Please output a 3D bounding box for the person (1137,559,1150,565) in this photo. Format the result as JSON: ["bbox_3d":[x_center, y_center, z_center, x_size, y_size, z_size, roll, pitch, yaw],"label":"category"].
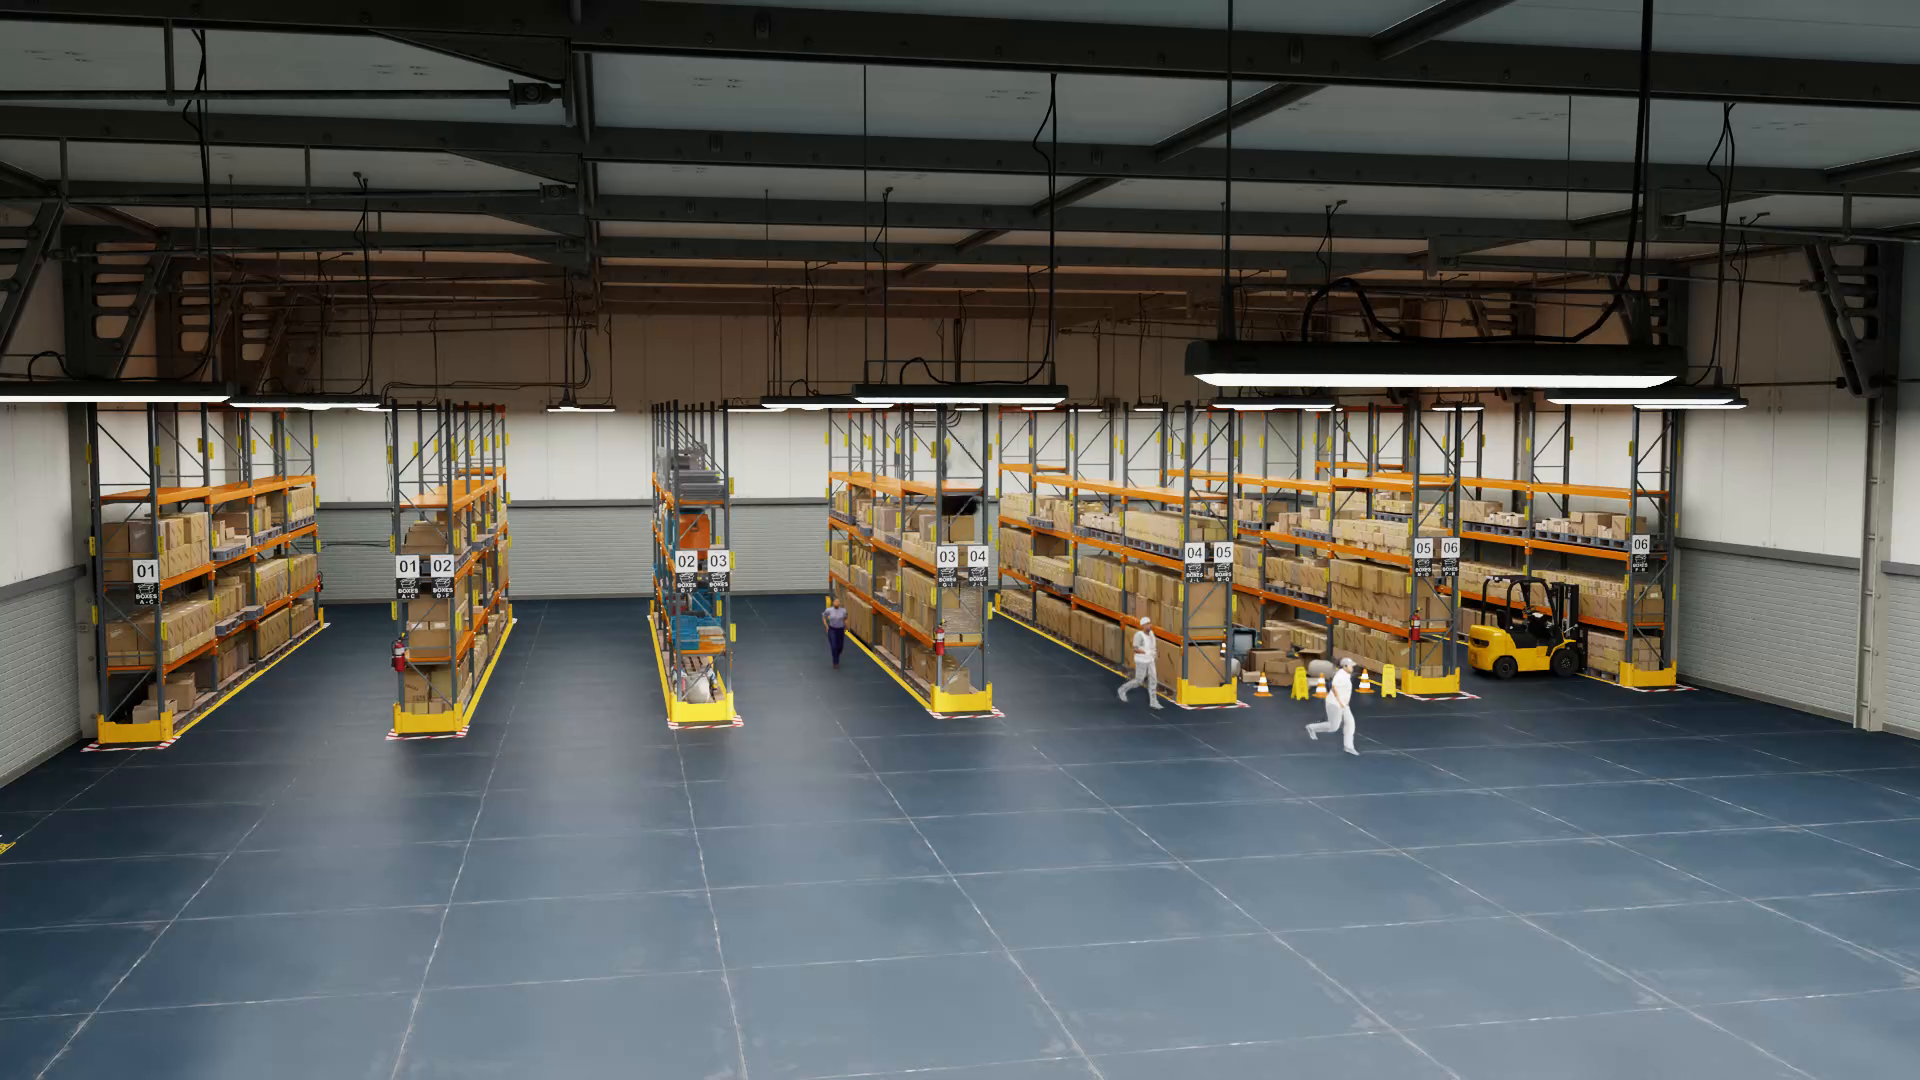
[{"bbox_3d":[5.599,1.062,50.944,0.542,1.657,0.746,0,4,-2],"label":"person"}]

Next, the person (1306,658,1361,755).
[{"bbox_3d":[6.352,2.812,28.200,0.920,1.663,0.606,2,5,27],"label":"person"}]

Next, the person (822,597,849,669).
[{"bbox_3d":[-2.832,2.093,37.784,0.592,1.610,0.761,-1,4,-16],"label":"person"}]

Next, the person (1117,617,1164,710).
[{"bbox_3d":[3.569,2.387,32.481,0.980,1.784,0.693,4,6,42],"label":"person"}]
